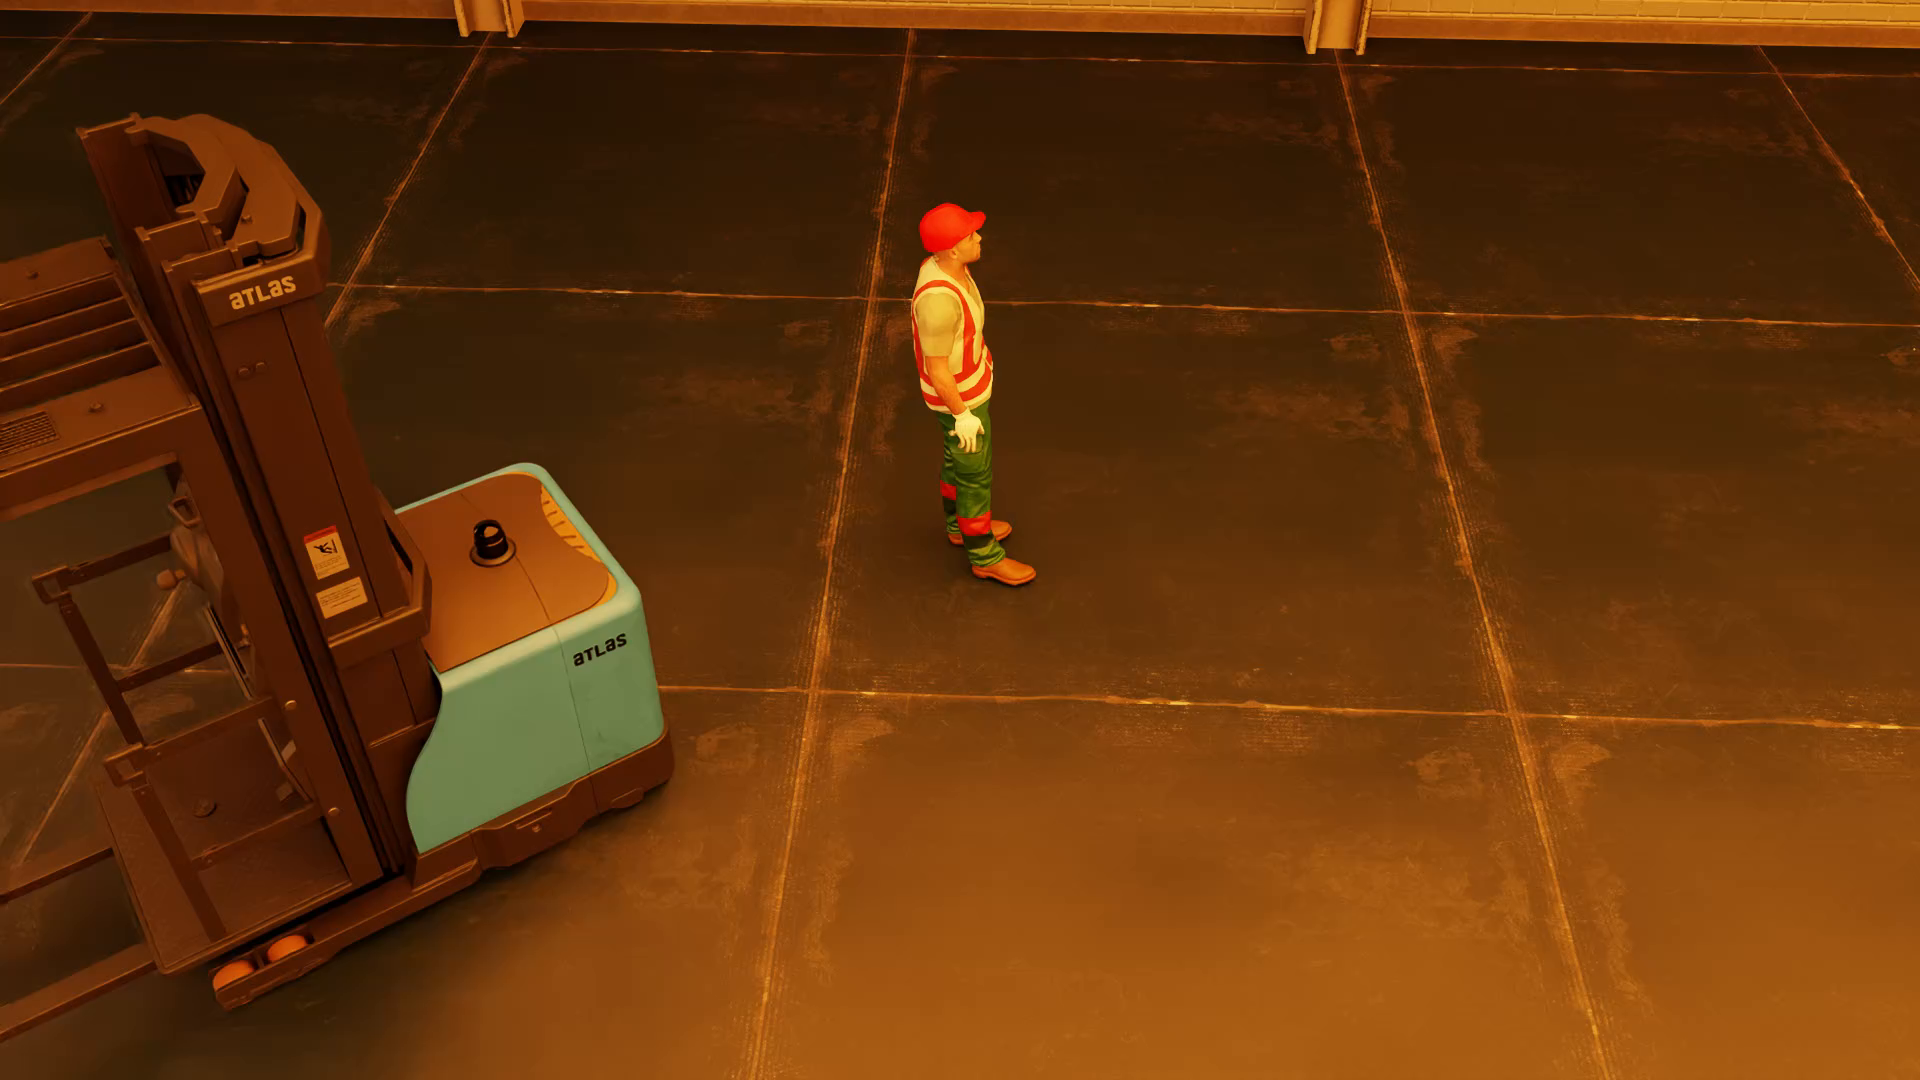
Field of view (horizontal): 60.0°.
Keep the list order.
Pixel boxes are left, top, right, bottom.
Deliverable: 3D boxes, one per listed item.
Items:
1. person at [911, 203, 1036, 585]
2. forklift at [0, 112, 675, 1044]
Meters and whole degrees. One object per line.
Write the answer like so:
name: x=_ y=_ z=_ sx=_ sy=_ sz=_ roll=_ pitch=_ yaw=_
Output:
person: x=0.079 y=-0.656 z=7.297 sx=0.564 sy=1.787 sz=0.638 roll=2 pitch=42 yaw=2
forklift: x=-2.670 y=0.203 z=5.520 sx=3.031 sy=2.935 sz=1.130 roll=-25 pitch=48 yaw=-25
